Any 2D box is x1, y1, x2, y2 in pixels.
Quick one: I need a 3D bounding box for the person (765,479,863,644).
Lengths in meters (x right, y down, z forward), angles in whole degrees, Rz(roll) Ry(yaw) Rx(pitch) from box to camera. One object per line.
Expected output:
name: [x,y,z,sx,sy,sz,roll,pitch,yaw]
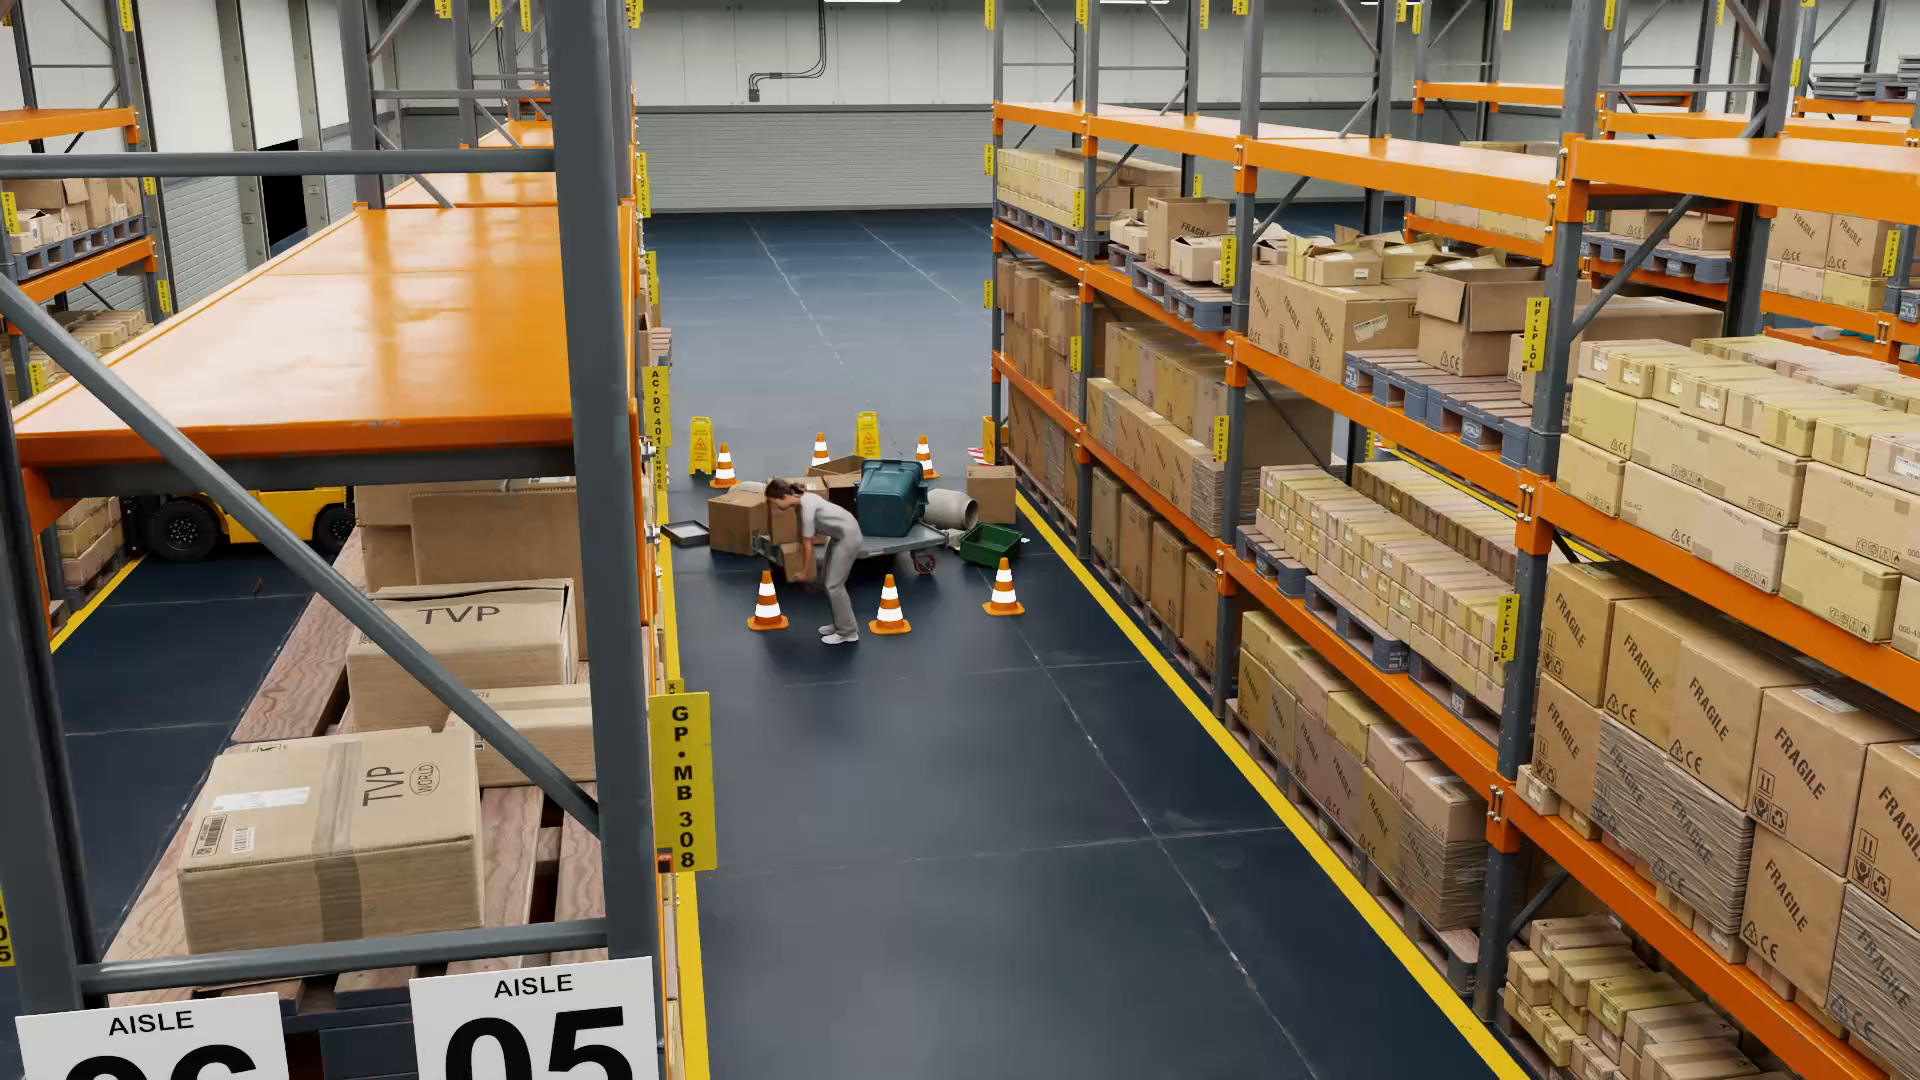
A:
person: [-1.181,0.157,13.532,0.775,1.384,0.409,-3,17,-12]
